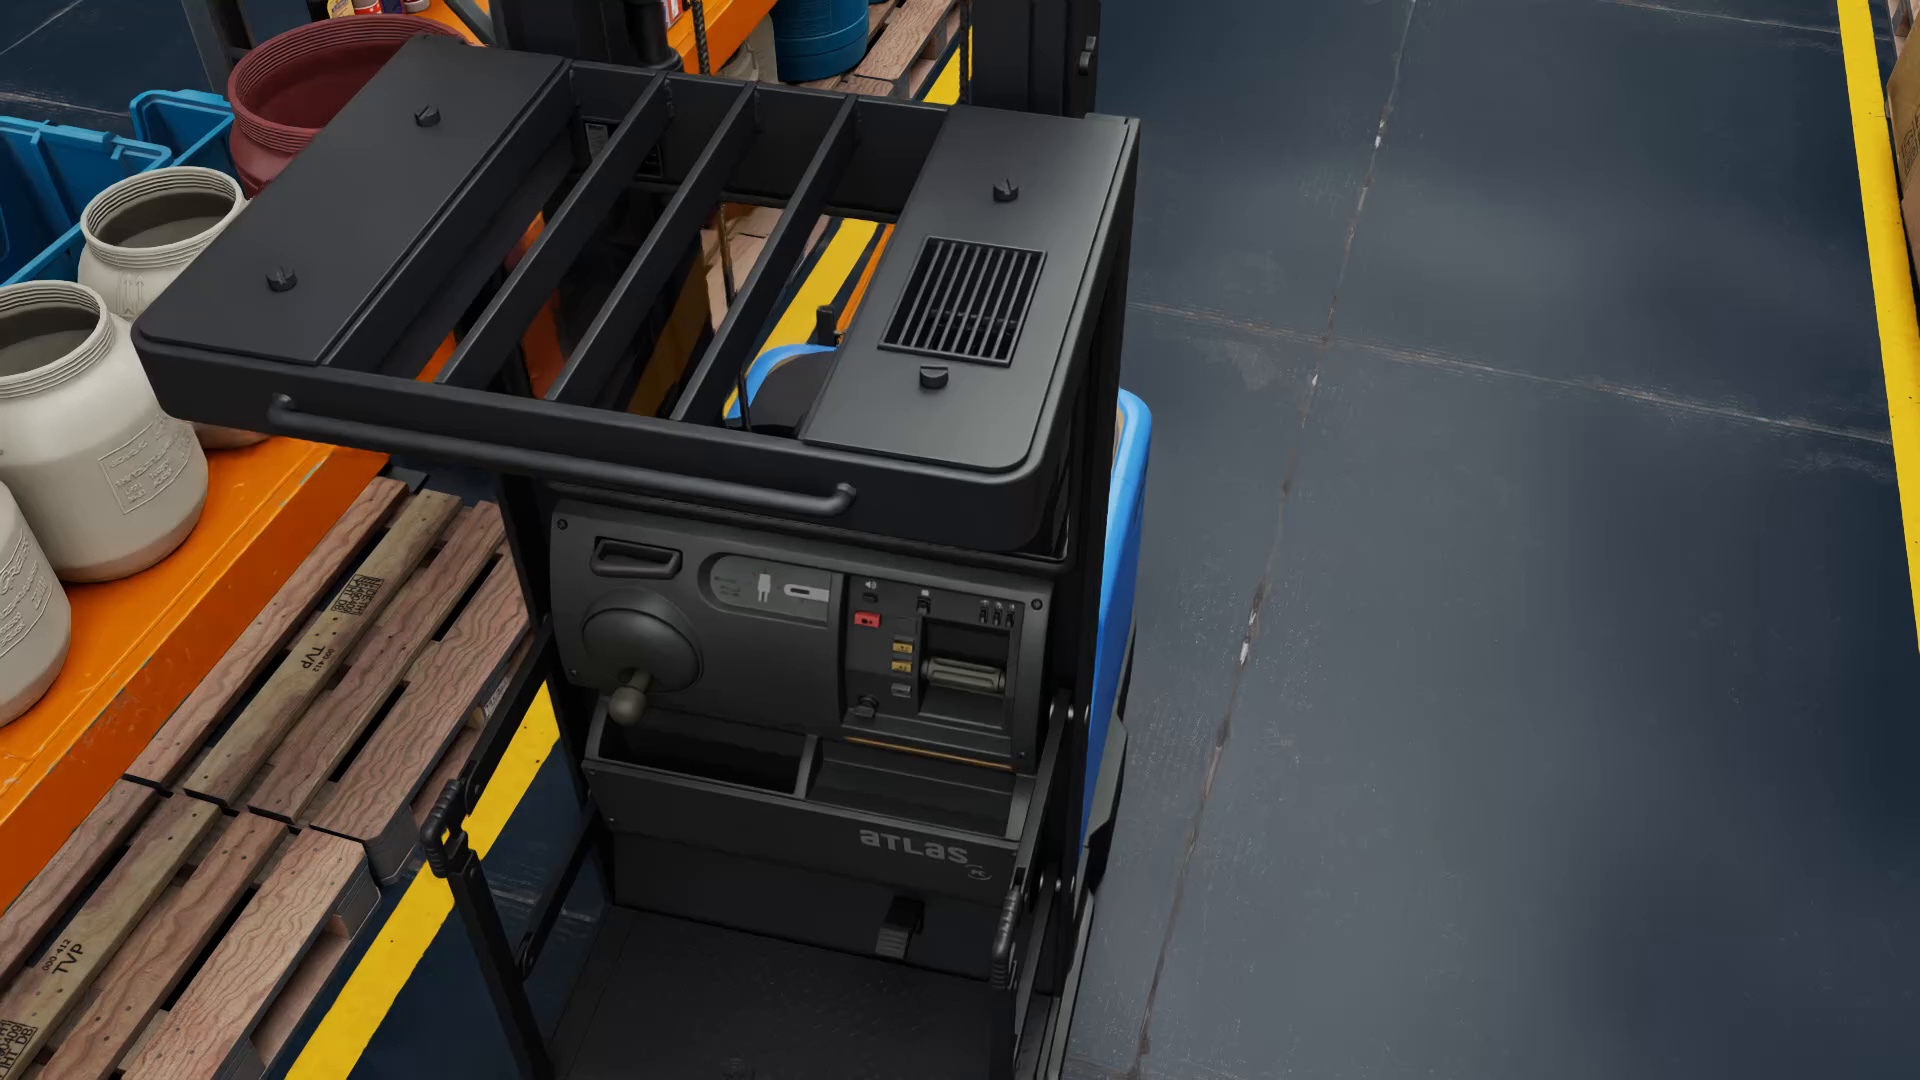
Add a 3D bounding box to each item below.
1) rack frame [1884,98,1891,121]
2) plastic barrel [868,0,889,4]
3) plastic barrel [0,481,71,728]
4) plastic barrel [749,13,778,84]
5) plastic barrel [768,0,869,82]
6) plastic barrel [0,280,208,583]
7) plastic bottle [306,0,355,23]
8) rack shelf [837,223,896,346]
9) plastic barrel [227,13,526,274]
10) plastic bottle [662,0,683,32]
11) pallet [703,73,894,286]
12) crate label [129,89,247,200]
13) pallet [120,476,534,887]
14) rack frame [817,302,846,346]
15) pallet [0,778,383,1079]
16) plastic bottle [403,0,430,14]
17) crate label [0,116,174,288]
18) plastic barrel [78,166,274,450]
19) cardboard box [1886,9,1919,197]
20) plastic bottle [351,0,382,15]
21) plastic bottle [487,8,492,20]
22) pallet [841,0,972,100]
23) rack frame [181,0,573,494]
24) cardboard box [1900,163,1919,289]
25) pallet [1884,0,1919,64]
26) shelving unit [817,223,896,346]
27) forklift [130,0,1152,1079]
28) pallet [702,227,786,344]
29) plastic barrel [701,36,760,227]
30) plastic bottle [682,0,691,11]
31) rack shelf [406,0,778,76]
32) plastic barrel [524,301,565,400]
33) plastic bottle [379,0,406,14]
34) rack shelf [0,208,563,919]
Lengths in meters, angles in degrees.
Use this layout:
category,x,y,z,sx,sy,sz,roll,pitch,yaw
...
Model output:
category,x,y,z,sx,sy,sz,roll,pitch,yaw
rack frame,4.435,-2.794,5.961,1.000,3.000,0.127,13,46,13
plastic barrel,-0.466,-2.884,7.253,0.600,0.901,0.708,13,46,13
plastic barrel,-1.856,0.072,2.934,0.433,0.535,0.433,0,44,0
plastic barrel,-0.937,-1.916,6.541,0.421,0.512,0.421,0,44,0
plastic barrel,-0.681,-2.412,6.770,0.600,0.901,0.708,13,46,13
plastic barrel,-1.732,-0.205,3.235,0.421,0.512,0.421,0,44,0
plastic bottle,-1.781,-1.495,4.717,0.061,0.283,0.133,13,46,13
rack shelf,0.008,-0.707,4.750,0.538,0.278,1.000,10,45,10
plastic barrel,-1.348,-0.852,3.879,0.600,0.536,0.708,13,46,13
plastic bottle,-0.917,-1.661,4.891,0.152,0.276,0.135,13,46,13
pallet,-0.926,-1.525,6.658,1.003,0.211,1.213,13,46,13
crate label,-1.981,-0.916,4.161,0.303,0.233,0.416,13,46,13
pallet,-1.768,0.328,4.764,1.003,0.211,1.213,13,46,13
rack frame,-0.121,-0.154,4.603,0.500,1.125,0.032,10,45,10
pallet,-2.140,1.138,3.936,1.003,0.211,1.213,13,46,13
plastic bottle,-1.659,-1.693,4.977,0.097,0.201,0.097,0,44,0
crate label,-2.055,-0.585,3.677,0.502,0.435,0.616,13,46,13
plastic barrel,-1.605,-0.486,3.522,0.421,0.512,0.421,0,44,0
cardboard box,4.260,-1.754,6.117,1.225,0.875,0.875,13,46,13
plastic bottle,-1.728,-1.539,4.820,0.097,0.201,0.097,0,44,0
plastic bottle,-1.203,-1.385,4.609,0.152,0.276,0.135,13,46,13
pallet,-0.559,-2.341,7.491,1.003,0.211,1.213,13,46,13
rack frame,-1.497,-1.177,4.308,1.000,3.000,0.127,13,46,13
cardboard box,3.991,-1.158,5.508,1.225,0.875,0.875,11,45,11
pallet,4.740,-2.288,7.437,1.003,0.211,1.213,13,46,13
shelving unit,0.008,-0.498,4.955,0.538,1.125,1.048,10,45,10
forklift,-0.347,0.278,2.870,1.130,2.935,3.031,9,45,9
pallet,-1.298,-0.715,5.829,1.003,0.211,1.213,13,46,13
plastic barrel,-1.023,-1.548,6.111,0.600,0.588,0.708,13,46,13
plastic bottle,-0.833,-1.743,4.970,0.061,0.283,0.133,13,46,13
rack shelf,-0.891,-2.253,5.922,1.077,0.370,4.000,13,46,13
plastic barrel,-1.365,-0.881,5.257,0.600,0.830,0.708,13,46,13
plastic bottle,-1.711,-1.649,4.874,0.061,0.283,0.133,13,46,13
rack shelf,-2.102,0.413,3.197,1.077,0.370,4.000,13,46,13
